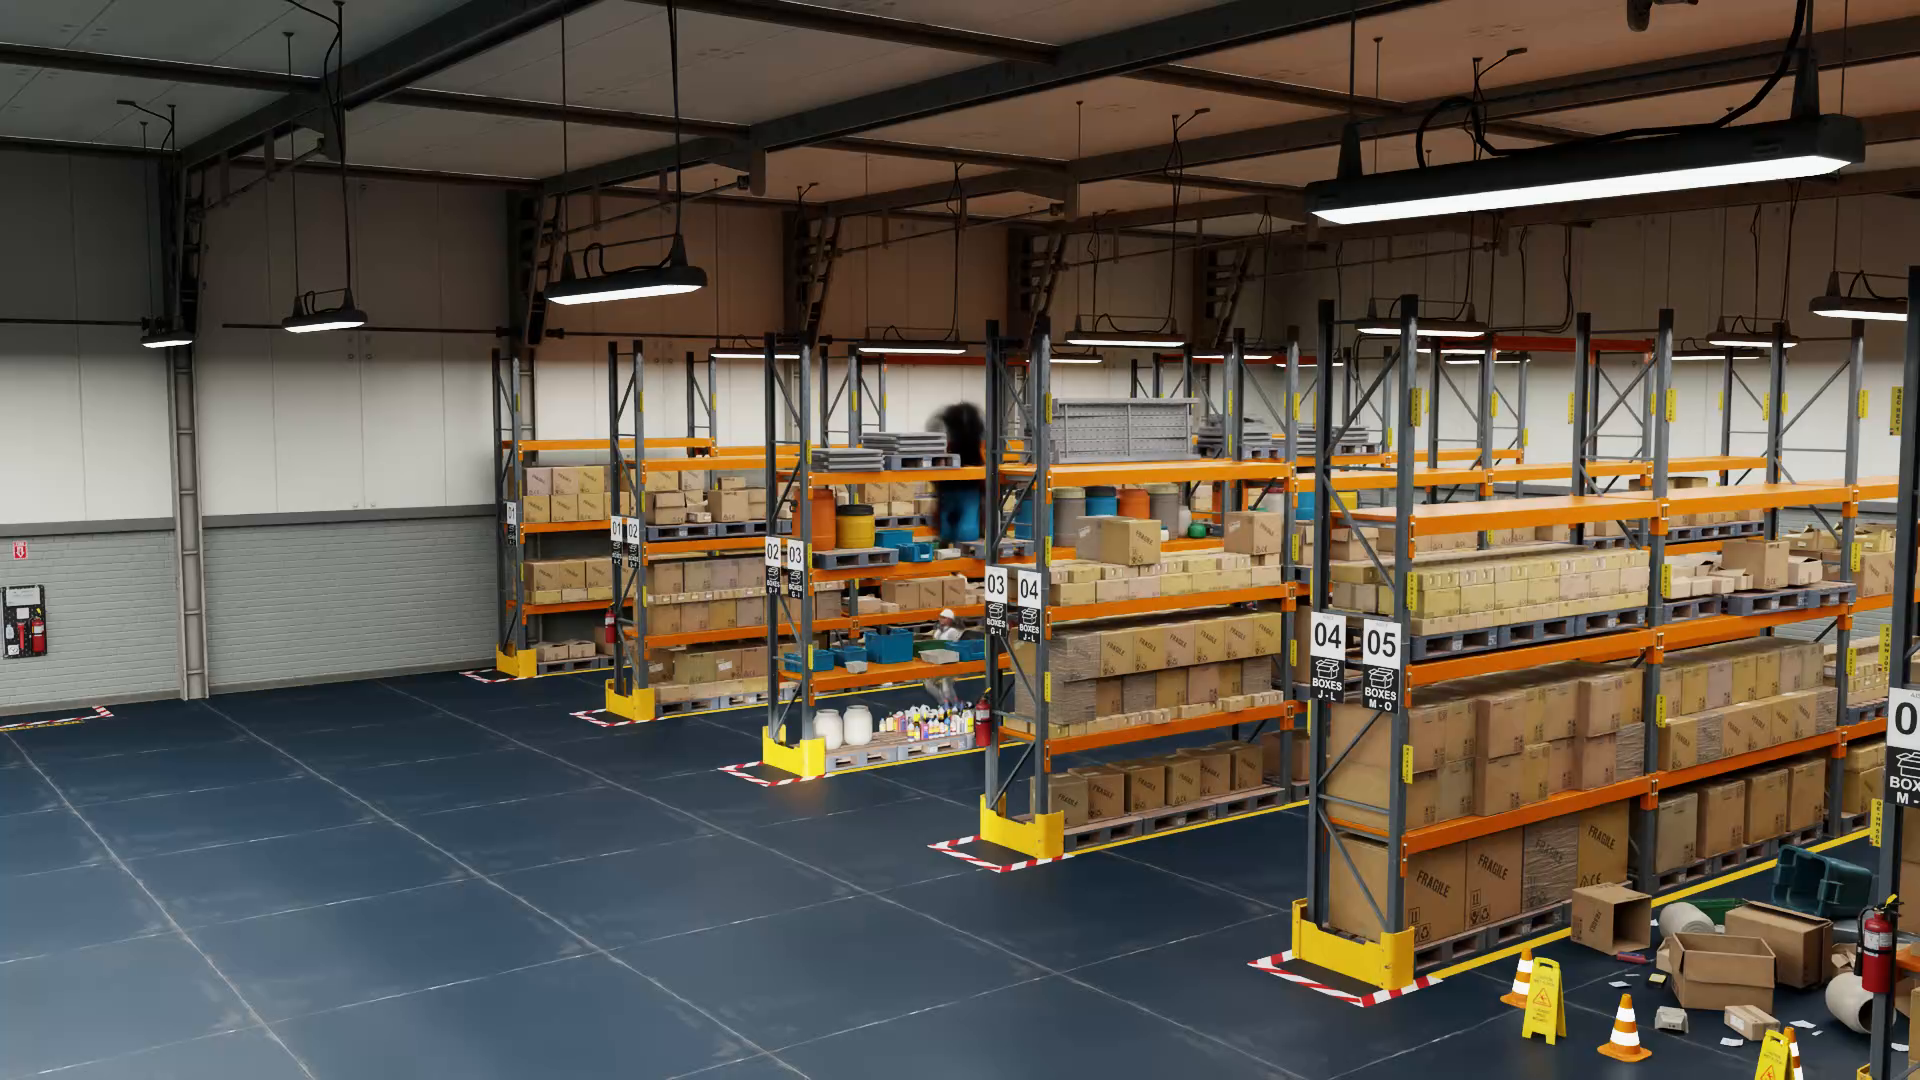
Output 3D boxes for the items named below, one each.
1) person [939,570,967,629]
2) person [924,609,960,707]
[{"bbox_3d":[-0.144,1.308,33.937,0.689,1.789,0.722,5,7,43],"label":"person"},{"bbox_3d":[-0.285,1.959,26.448,0.647,1.730,0.648,-4,7,-41],"label":"person"}]
